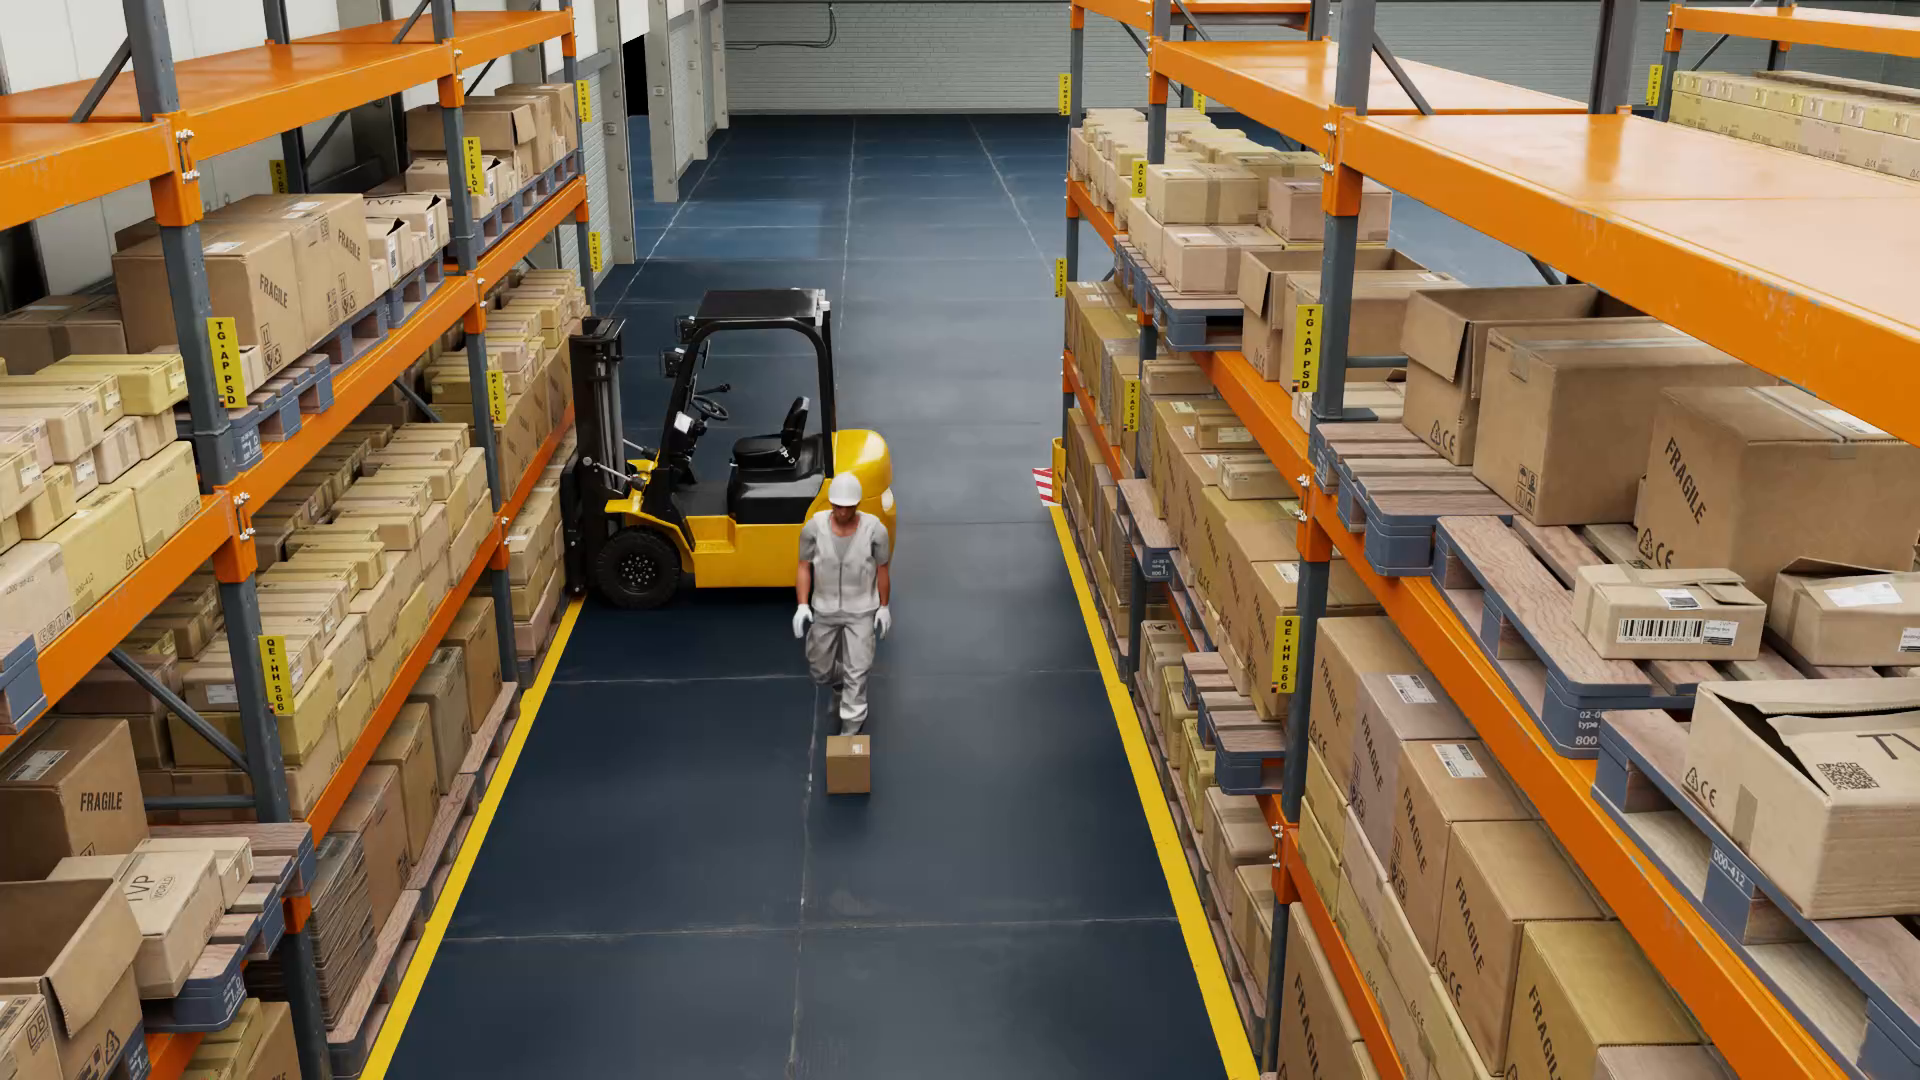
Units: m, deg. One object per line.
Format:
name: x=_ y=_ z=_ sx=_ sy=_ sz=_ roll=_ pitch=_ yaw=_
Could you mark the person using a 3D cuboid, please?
person: x=-0.687 y=0.424 z=9.888 sx=0.554 sy=1.770 sz=0.869 roll=2 pitch=20 yaw=6
